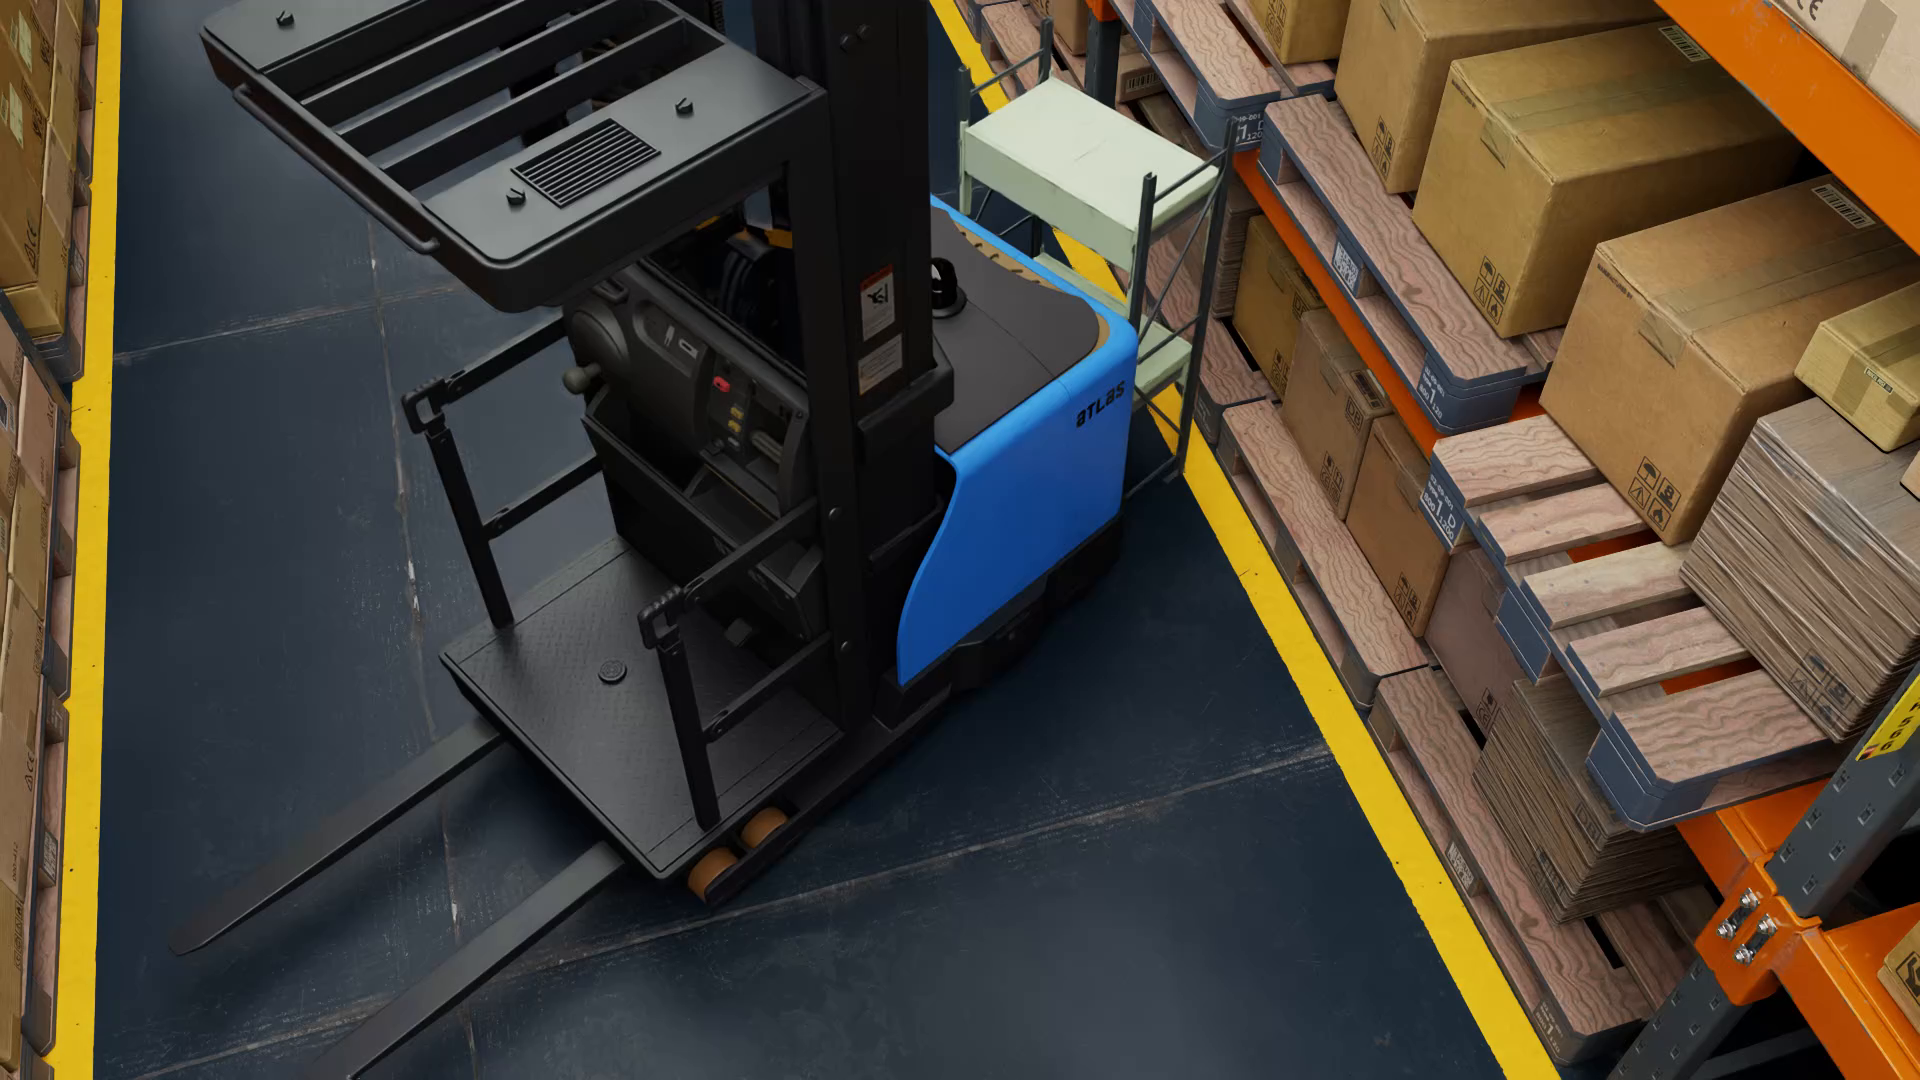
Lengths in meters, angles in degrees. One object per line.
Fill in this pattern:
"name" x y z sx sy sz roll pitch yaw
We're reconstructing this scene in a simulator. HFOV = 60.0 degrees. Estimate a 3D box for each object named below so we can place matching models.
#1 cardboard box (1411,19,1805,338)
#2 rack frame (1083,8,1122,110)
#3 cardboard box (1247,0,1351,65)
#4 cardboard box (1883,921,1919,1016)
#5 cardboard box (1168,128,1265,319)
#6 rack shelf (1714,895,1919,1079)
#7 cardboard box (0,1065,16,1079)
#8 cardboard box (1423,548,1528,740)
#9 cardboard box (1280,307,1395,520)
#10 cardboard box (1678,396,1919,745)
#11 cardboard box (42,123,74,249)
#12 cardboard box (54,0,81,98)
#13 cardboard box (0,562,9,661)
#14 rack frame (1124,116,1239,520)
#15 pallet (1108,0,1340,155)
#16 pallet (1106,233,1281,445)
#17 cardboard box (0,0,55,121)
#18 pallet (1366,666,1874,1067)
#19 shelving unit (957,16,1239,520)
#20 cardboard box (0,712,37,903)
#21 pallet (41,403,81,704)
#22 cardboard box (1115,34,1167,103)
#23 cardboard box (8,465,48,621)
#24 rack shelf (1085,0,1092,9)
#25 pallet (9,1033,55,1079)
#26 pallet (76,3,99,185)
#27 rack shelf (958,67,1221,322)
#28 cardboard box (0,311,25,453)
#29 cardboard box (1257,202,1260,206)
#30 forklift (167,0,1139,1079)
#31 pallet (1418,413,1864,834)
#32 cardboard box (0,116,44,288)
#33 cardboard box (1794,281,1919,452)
"cardboard box" 1.621 -0.924 4.214 0.700 0.500 0.500 -13 51 -11
"rack frame" 0.976 -2.426 5.833 1.000 3.000 0.127 -13 51 -11
"cardboard box" 1.253 -1.811 4.961 0.700 0.500 0.500 -9 50 -7
"cardboard box" 2.058 0.774 2.863 0.500 0.500 0.500 -12 51 -10
"cardboard box" 1.210 -1.228 6.171 0.700 0.500 0.500 -12 51 -10
"rack shelf" 2.751 2.188 2.414 1.077 0.370 4.000 -13 51 -11
"cardboard box" -2.596 1.553 4.002 0.500 0.250 0.500 -15 51 -12
"cardboard box" 1.855 0.243 4.931 0.700 0.500 0.500 -13 51 -11
"cardboard box" 1.523 -0.480 5.540 0.700 0.500 0.500 -13 51 -11
"cardboard box" 2.011 -0.019 3.451 0.700 0.500 0.500 -19 52 -15
"cardboard box" -3.745 -1.326 6.430 0.500 0.250 0.500 -13 51 -11
"cardboard box" -4.042 -2.056 7.045 0.500 0.250 0.500 -13 51 -11
"cardboard box" -3.056 0.242 4.741 0.500 0.311 0.500 -13 51 -11
"rack frame" 0.658 -0.631 5.299 0.023 1.500 0.400 37 59 27
"pallet" 1.063 -1.773 5.408 1.003 0.211 1.213 -13 51 -11
"pallet" 1.208 -0.959 6.420 1.003 0.211 1.213 -13 51 -11
"cardboard box" -3.889 -1.934 6.452 0.500 0.500 0.500 -13 51 -11
"pallet" 1.930 0.823 4.918 1.003 0.211 1.213 -13 51 -11
"shelving unit" 0.398 -0.828 5.465 0.755 1.500 0.431 37 59 27
"cardboard box" -2.906 0.800 4.637 0.500 0.250 0.500 -12 51 -10
"pallet" -3.499 0.125 5.507 1.003 0.211 1.213 -13 51 -11
"cardboard box" 0.790 -2.038 7.072 0.380 0.166 0.250 -19 53 -16
"cardboard box" -3.207 0.055 5.266 0.500 0.250 0.500 -14 51 -12
"rack shelf" 0.385 -3.655 7.340 1.077 0.370 4.000 -13 51 -11
"pallet" -2.778 1.907 4.004 1.003 0.211 1.213 -13 51 -11
"pallet" -4.314 -1.887 7.203 1.003 0.211 1.213 -13 51 -11
"rack shelf" 0.399 -1.081 5.168 0.720 0.370 0.431 37 59 27
"cardboard box" -3.361 -0.502 5.368 0.500 0.311 0.500 -13 51 -11
"cardboard box" 1.343 -1.149 5.613 0.500 0.250 0.500 -14 51 -12
"forklift" -0.857 -0.339 4.118 3.031 2.935 1.130 -37 59 -27
"pallet" 1.847 0.061 3.862 1.213 0.211 1.003 -13 51 -11
"cardboard box" -3.593 -1.203 5.836 0.500 0.500 0.500 -13 51 -11
"cardboard box" 1.919 -0.364 3.318 0.380 0.149 0.250 -21 53 -17
